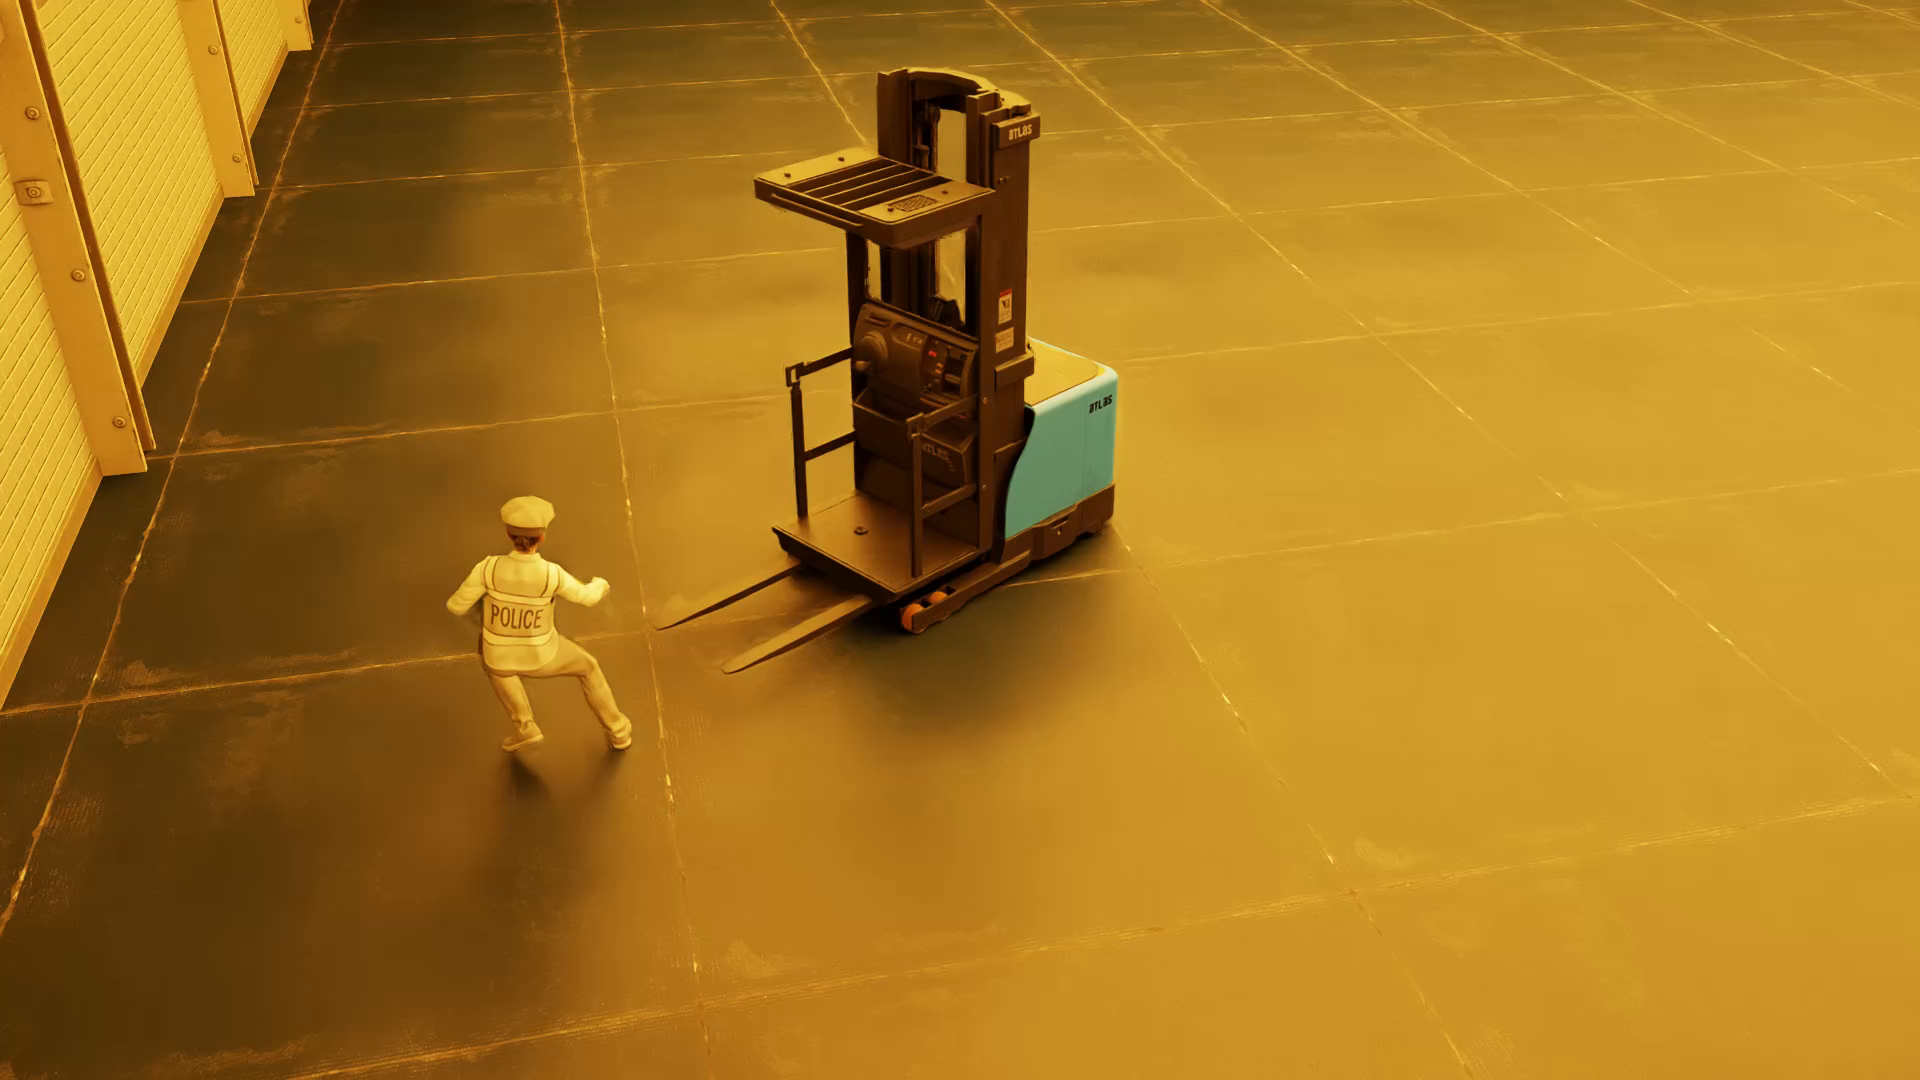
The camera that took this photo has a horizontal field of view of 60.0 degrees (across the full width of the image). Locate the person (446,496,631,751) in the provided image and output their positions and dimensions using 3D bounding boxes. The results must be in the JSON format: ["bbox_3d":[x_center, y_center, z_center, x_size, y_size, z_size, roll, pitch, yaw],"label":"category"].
[{"bbox_3d":[-2.100,0.430,8.242,0.781,1.513,0.638,-3,30,-6],"label":"person"}]

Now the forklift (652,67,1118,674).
[{"bbox_3d":[-0.412,-1.022,9.340,1.130,2.935,3.031,26,39,37],"label":"forklift"}]
